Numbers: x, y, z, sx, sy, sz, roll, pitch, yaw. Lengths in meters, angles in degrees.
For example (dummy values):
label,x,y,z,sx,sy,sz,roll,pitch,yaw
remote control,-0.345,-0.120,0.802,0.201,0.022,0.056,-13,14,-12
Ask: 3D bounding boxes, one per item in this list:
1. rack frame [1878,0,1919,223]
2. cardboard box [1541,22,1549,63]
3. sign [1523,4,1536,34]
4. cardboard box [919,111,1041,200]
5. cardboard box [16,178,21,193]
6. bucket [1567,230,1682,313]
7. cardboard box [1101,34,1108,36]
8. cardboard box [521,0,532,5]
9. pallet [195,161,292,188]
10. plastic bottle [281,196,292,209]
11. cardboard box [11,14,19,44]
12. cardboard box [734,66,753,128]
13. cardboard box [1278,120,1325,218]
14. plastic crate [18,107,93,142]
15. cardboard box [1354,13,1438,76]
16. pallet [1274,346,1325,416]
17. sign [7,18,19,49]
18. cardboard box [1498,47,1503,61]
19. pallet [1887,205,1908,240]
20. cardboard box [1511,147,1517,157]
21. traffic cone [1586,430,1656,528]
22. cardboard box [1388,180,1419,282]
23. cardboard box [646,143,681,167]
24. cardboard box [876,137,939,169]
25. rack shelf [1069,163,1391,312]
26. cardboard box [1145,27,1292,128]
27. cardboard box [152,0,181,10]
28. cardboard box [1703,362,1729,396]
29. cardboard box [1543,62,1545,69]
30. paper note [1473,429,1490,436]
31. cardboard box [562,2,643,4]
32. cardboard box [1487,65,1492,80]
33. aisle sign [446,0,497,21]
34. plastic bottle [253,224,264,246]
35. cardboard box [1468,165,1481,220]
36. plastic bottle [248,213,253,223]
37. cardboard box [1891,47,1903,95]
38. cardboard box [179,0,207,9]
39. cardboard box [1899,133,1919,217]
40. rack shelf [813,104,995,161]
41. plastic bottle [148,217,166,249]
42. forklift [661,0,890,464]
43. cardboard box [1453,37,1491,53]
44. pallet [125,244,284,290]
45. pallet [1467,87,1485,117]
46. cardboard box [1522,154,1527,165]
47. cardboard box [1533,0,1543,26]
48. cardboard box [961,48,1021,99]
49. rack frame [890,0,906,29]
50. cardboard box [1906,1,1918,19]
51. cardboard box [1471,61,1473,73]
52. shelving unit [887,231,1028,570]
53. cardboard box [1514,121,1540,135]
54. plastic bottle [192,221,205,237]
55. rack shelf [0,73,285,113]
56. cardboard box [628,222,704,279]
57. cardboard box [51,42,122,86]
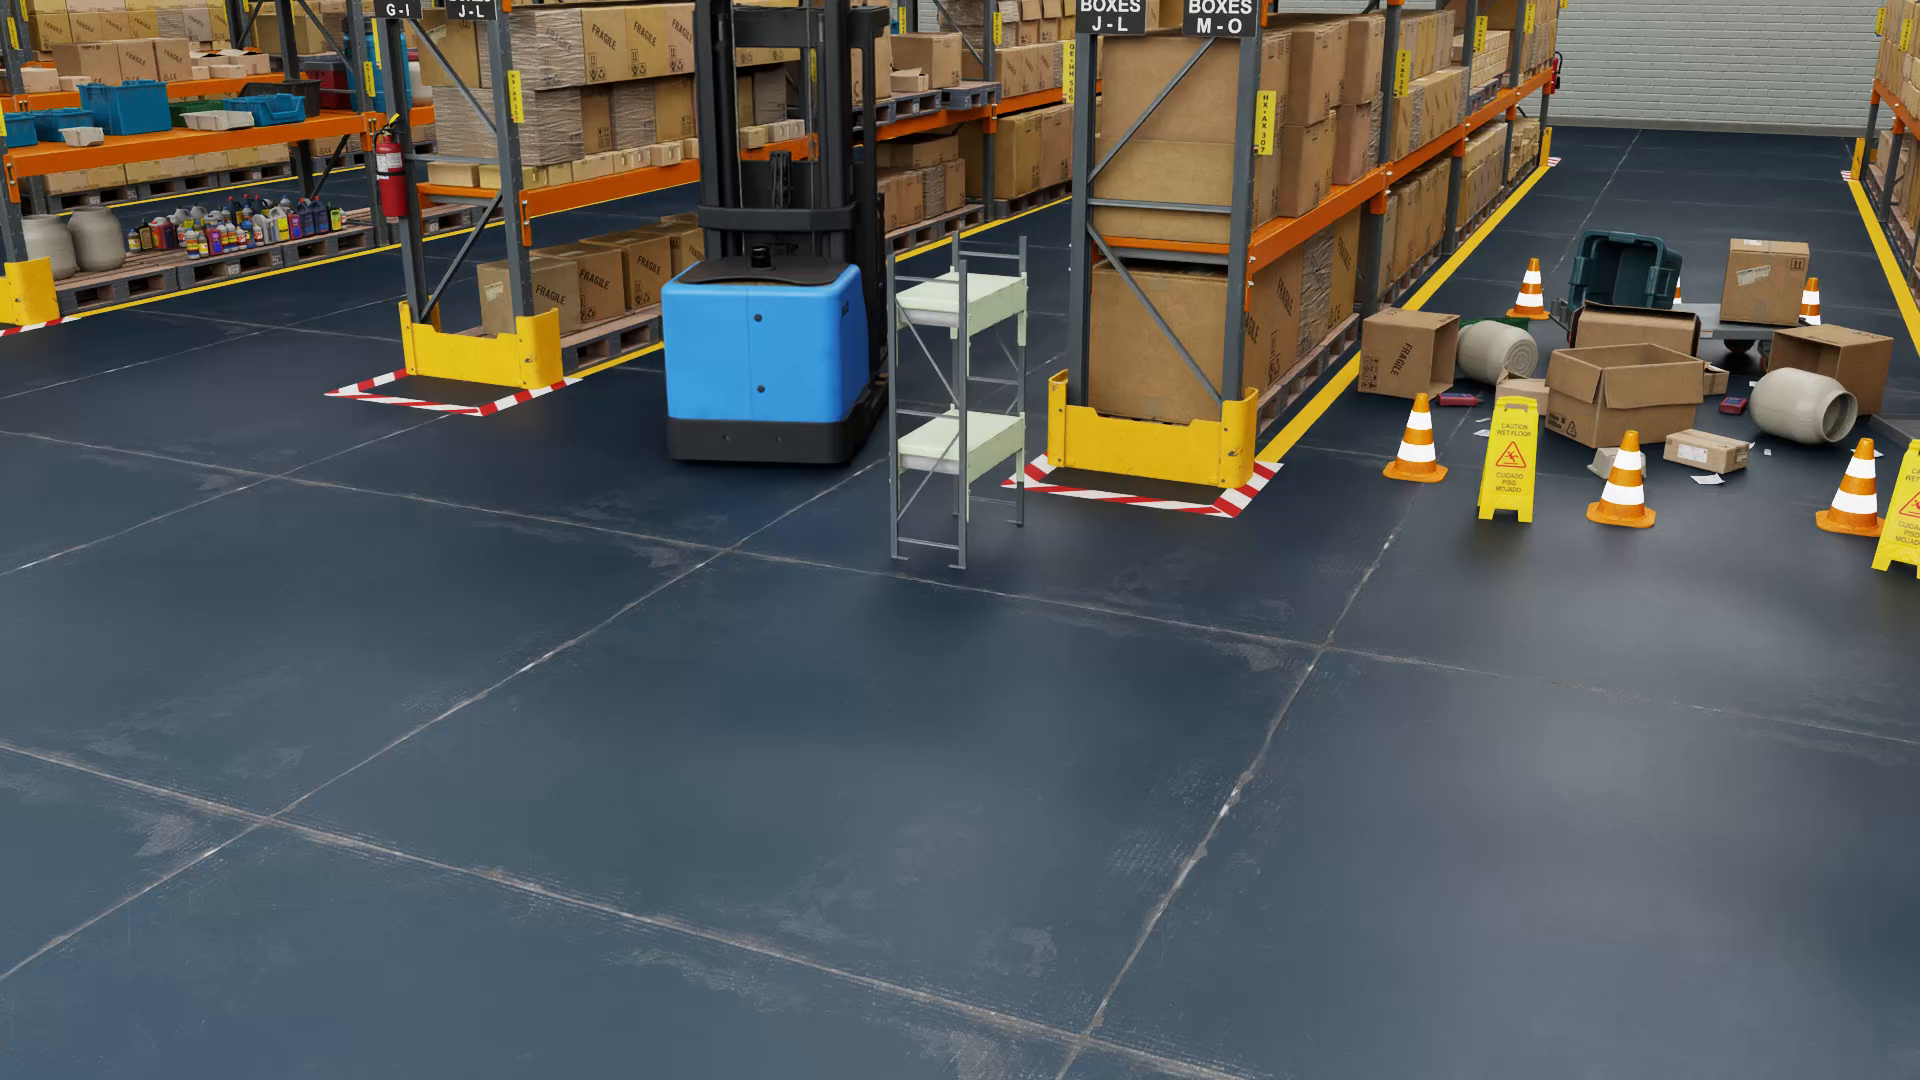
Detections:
label,x,y,z,sx,sy,sz,roll,pitch,yaw
rack frame,10.574,-4.852,17.636,1.000,3.000,0.127,9,21,23
cardboard box,7.291,-6.425,21.465,0.500,0.500,0.500,9,21,23
sign,6.525,-5.971,19.054,0.100,0.325,0.005,9,21,23
cardboard box,0.197,-4.394,18.892,1.225,0.875,0.875,8,21,20
cardboard box,-10.873,-4.196,19.267,0.500,0.250,0.500,8,21,22
bucket,4.789,-1.871,11.870,0.726,0.611,0.620,18,16,41
cardboard box,1.963,-6.746,21.622,0.500,0.500,0.500,9,21,23
cardboard box,-6.842,-8.354,25.841,0.500,0.500,0.500,8,21,21
pallet,-9.513,-4.789,21.621,1.003,0.211,1.213,9,21,23
plastic bottle,-6.792,-3.331,16.772,0.097,0.271,0.097,0,20,0
cardboard box,-13.709,-7.405,24.192,0.500,0.500,0.500,9,21,23
cardboard box,-2.220,-3.677,13.737,0.875,0.500,0.500,9,21,23
cardboard box,1.763,-2.348,10.369,0.875,0.550,0.550,9,21,23
plastic crate,-7.696,-3.545,14.182,0.499,0.251,0.408,9,21,23
cardboard box,3.772,-4.348,14.577,0.700,0.500,0.500,8,21,22
pallet,1.860,-1.145,11.374,1.003,0.211,1.213,9,21,23
sign,-10.272,-5.496,18.037,0.100,0.325,0.005,9,21,23
cardboard box,5.823,-5.415,18.524,0.380,0.149,0.250,10,22,25
pallet,10.327,-3.292,17.411,1.003,0.211,1.213,9,21,23
cardboard box,6.793,-4.894,20.938,0.380,0.149,0.250,10,22,25
traffic cone,3.508,-0.345,8.749,0.336,0.463,0.334,9,21,23
cardboard box,3.312,-2.689,14.285,1.050,0.750,0.750,9,21,23
cardboard box,-2.344,-2.925,12.592,0.380,0.149,0.250,9,21,23
cardboard box,-0.559,-4.000,17.193,0.500,0.250,0.500,11,22,29
rack shelf,1.922,-2.105,10.984,1.077,0.370,4.000,9,21,23
cardboard box,1.432,-2.701,9.750,0.875,0.550,0.550,9,21,23
cardboard box,-12.408,-8.312,25.623,0.500,0.250,0.500,9,21,24
cardboard box,5.007,-1.164,11.345,0.258,0.266,0.396,-5,20,-15
cardboard box,7.643,-6.396,22.351,0.380,0.149,0.250,9,21,23
paper note,3.277,-0.666,10.299,0.144,0.017,0.142,18,26,41
cardboard box,-2.762,-3.862,12.766,0.500,0.500,0.500,9,21,23
cardboard box,5.505,-5.033,17.892,0.380,0.149,0.250,10,22,25
aisle sign,-3.132,-3.708,10.540,0.394,0.787,0.004,9,21,23
plastic bottle,-6.566,-2.852,15.531,0.097,0.201,0.097,0,20,0
cardboard box,5.104,-3.633,17.312,0.500,0.500,0.500,9,21,23
plastic bottle,-6.640,-2.945,15.670,0.061,0.283,0.133,9,21,23
cardboard box,10.737,-5.234,18.561,0.500,0.500,0.500,8,21,21
cardboard box,-12.200,-8.468,26.061,0.500,0.250,0.500,9,21,24
cardboard box,10.394,-3.848,17.358,0.875,0.875,0.875,9,22,24
rack shelf,-0.924,-4.039,16.423,1.077,0.370,4.000,9,21,23
plastic bottle,-7.419,-2.842,15.392,0.152,0.276,0.135,9,21,23
forklift,-1.027,-2.266,10.465,1.130,2.935,3.031,2,20,6
cardboard box,5.387,-5.230,17.558,0.380,0.149,0.250,8,21,22
pallet,-7.072,-2.558,15.347,1.003,0.211,1.213,9,21,23
pallet,4.574,-4.420,16.706,1.213,0.211,1.003,9,21,23
cardboard box,7.163,-4.982,21.630,0.380,0.149,0.250,9,21,24
cardboard box,6.857,-6.574,20.391,0.500,0.500,0.500,9,21,24
cardboard box,0.343,-5.148,18.317,0.500,0.500,0.500,9,22,24
rack frame,-1.347,-8.114,26.809,1.000,3.000,0.127,9,21,23
cardboard box,10.516,-5.553,17.964,0.500,0.500,0.500,8,21,22
cardboard box,4.869,-4.701,16.514,0.380,0.149,0.250,10,22,25
shelving unit,-0.003,-0.705,8.212,0.431,1.500,0.755,9,21,23
cardboard box,7.524,-5.496,22.187,0.380,0.149,0.250,8,21,21
plastic bottle,-7.170,-2.897,15.659,0.097,0.201,0.097,0,20,0
rack shelf,-9.960,-5.399,20.248,1.077,0.370,4.000,9,21,23
cardboard box,-2.353,-2.293,13.544,0.500,0.500,0.500,7,21,18
cardboard box,-10.234,-5.567,19.498,0.500,0.500,0.500,10,22,27
